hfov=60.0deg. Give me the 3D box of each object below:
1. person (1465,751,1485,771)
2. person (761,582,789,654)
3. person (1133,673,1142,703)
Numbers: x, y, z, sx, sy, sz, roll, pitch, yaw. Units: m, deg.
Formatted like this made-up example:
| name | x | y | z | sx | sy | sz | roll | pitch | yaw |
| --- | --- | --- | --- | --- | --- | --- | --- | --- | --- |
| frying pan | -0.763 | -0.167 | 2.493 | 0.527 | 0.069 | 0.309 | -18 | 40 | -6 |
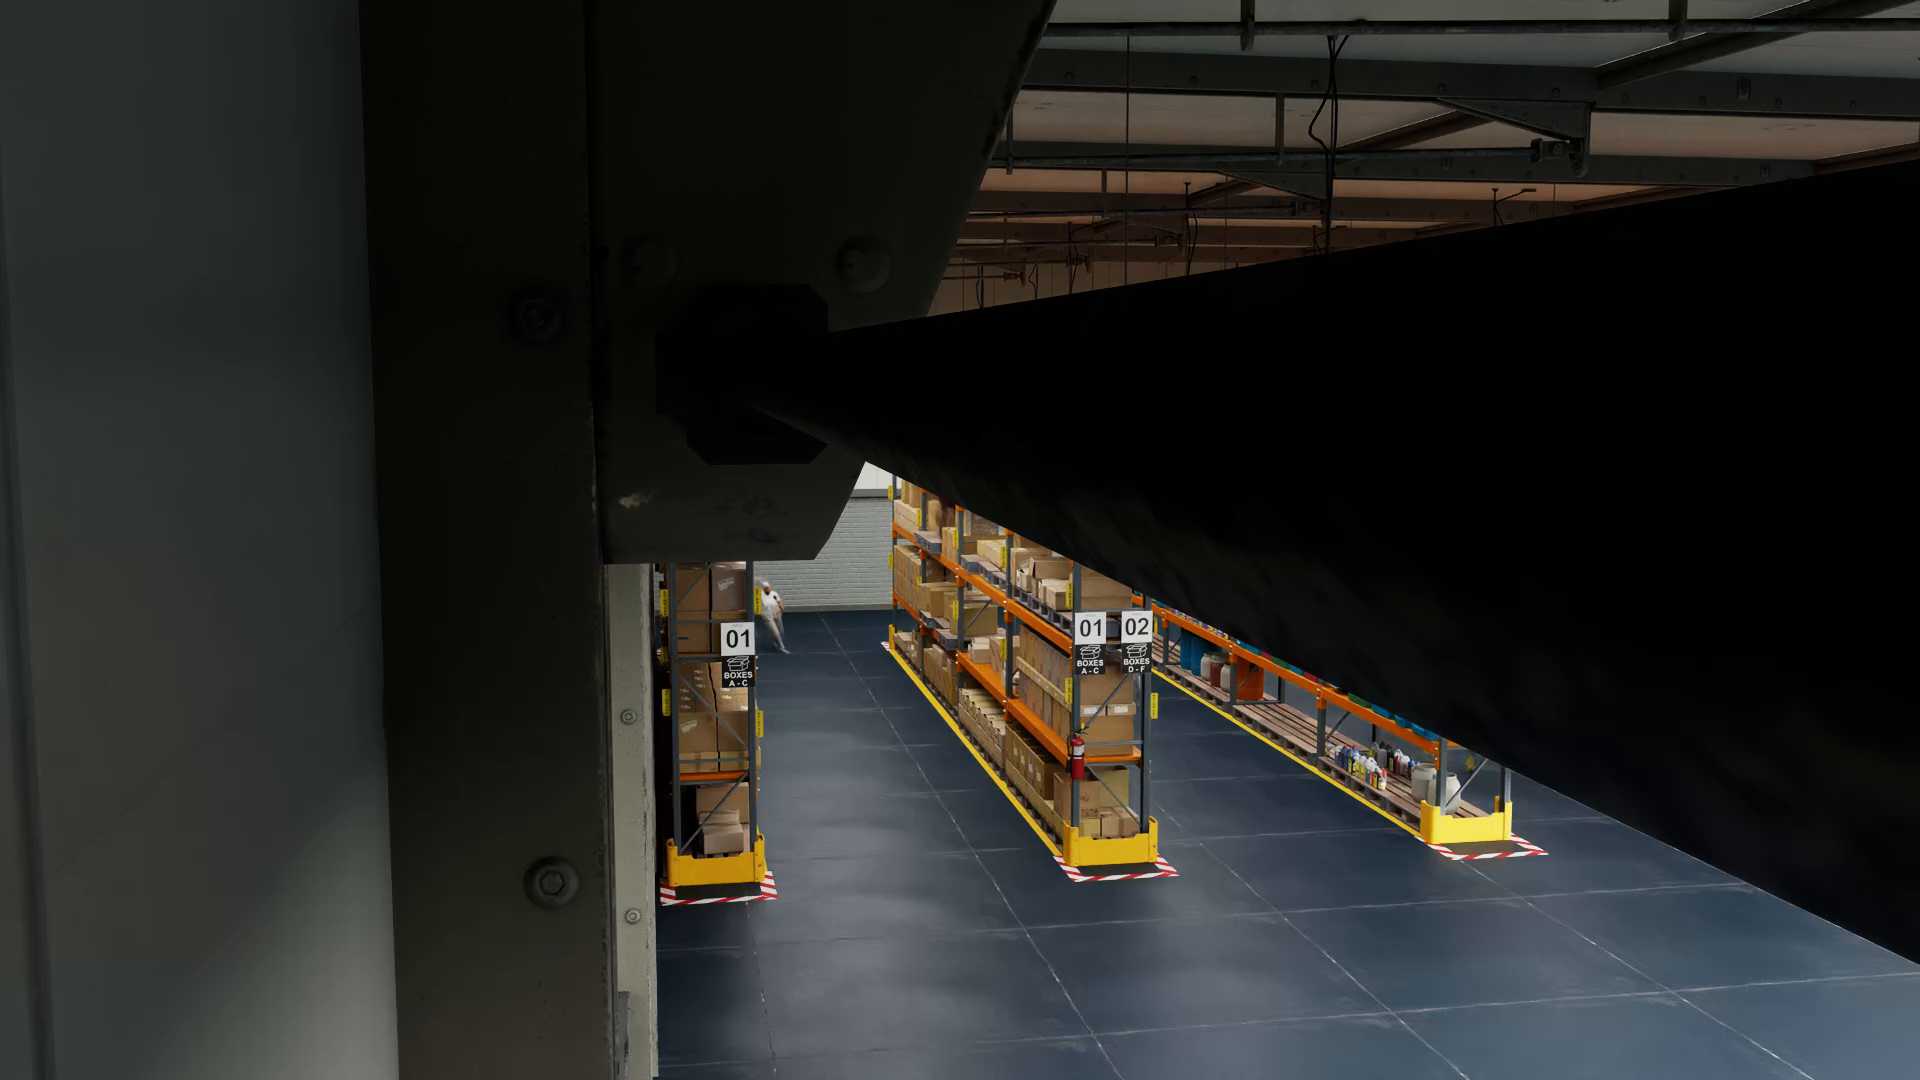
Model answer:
| name | x | y | z | sx | sy | sz | roll | pitch | yaw |
| --- | --- | --- | --- | --- | --- | --- | --- | --- | --- |
| person | 8.073 | 2.832 | 25.299 | 0.733 | 1.507 | 1.011 | -2 | 6 | -15 |
| person | -4.113 | 1.665 | 35.975 | 0.677 | 1.583 | 0.712 | -4 | 7 | -31 |
| person | 2.771 | 2.607 | 27.564 | 0.526 | 1.513 | 0.739 | -1 | 6 | -7 |
